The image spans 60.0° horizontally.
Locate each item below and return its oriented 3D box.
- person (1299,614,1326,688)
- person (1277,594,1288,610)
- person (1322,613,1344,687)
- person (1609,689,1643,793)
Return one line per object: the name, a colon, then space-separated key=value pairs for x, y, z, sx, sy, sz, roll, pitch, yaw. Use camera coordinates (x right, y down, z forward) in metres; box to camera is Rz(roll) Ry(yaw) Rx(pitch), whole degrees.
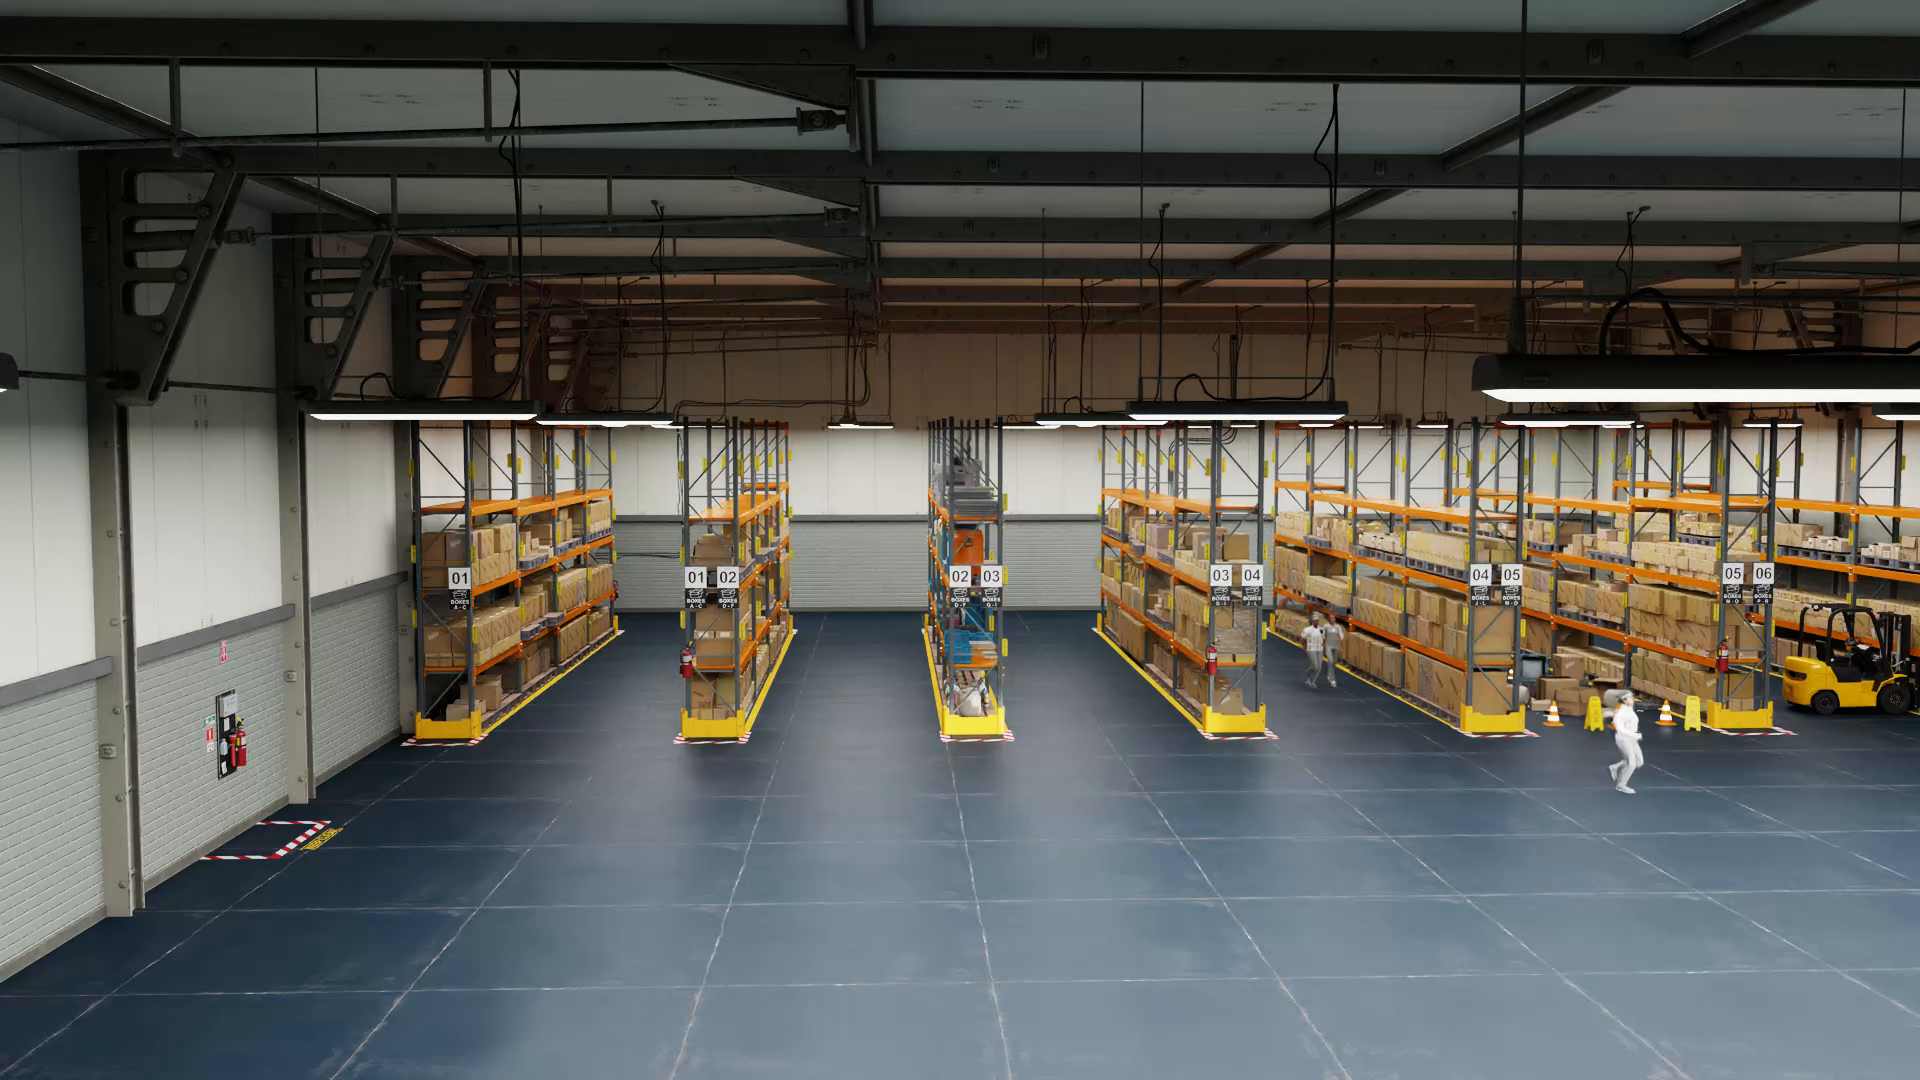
person: x=7.902 y=2.476 z=36.948 sx=0.560 sy=1.659 sz=0.569 roll=-1 pitch=4 yaw=-16
person: x=9.515 y=1.702 z=48.911 sx=0.618 sy=1.696 sz=0.586 roll=-1 pitch=4 yaw=-8
person: x=8.384 y=2.456 z=37.496 sx=0.534 sy=1.610 sz=0.766 roll=0 pitch=4 yaw=-5
person: x=10.579 y=3.182 z=26.399 sx=0.550 sy=1.658 sz=0.614 roll=3 pitch=5 yaw=38
